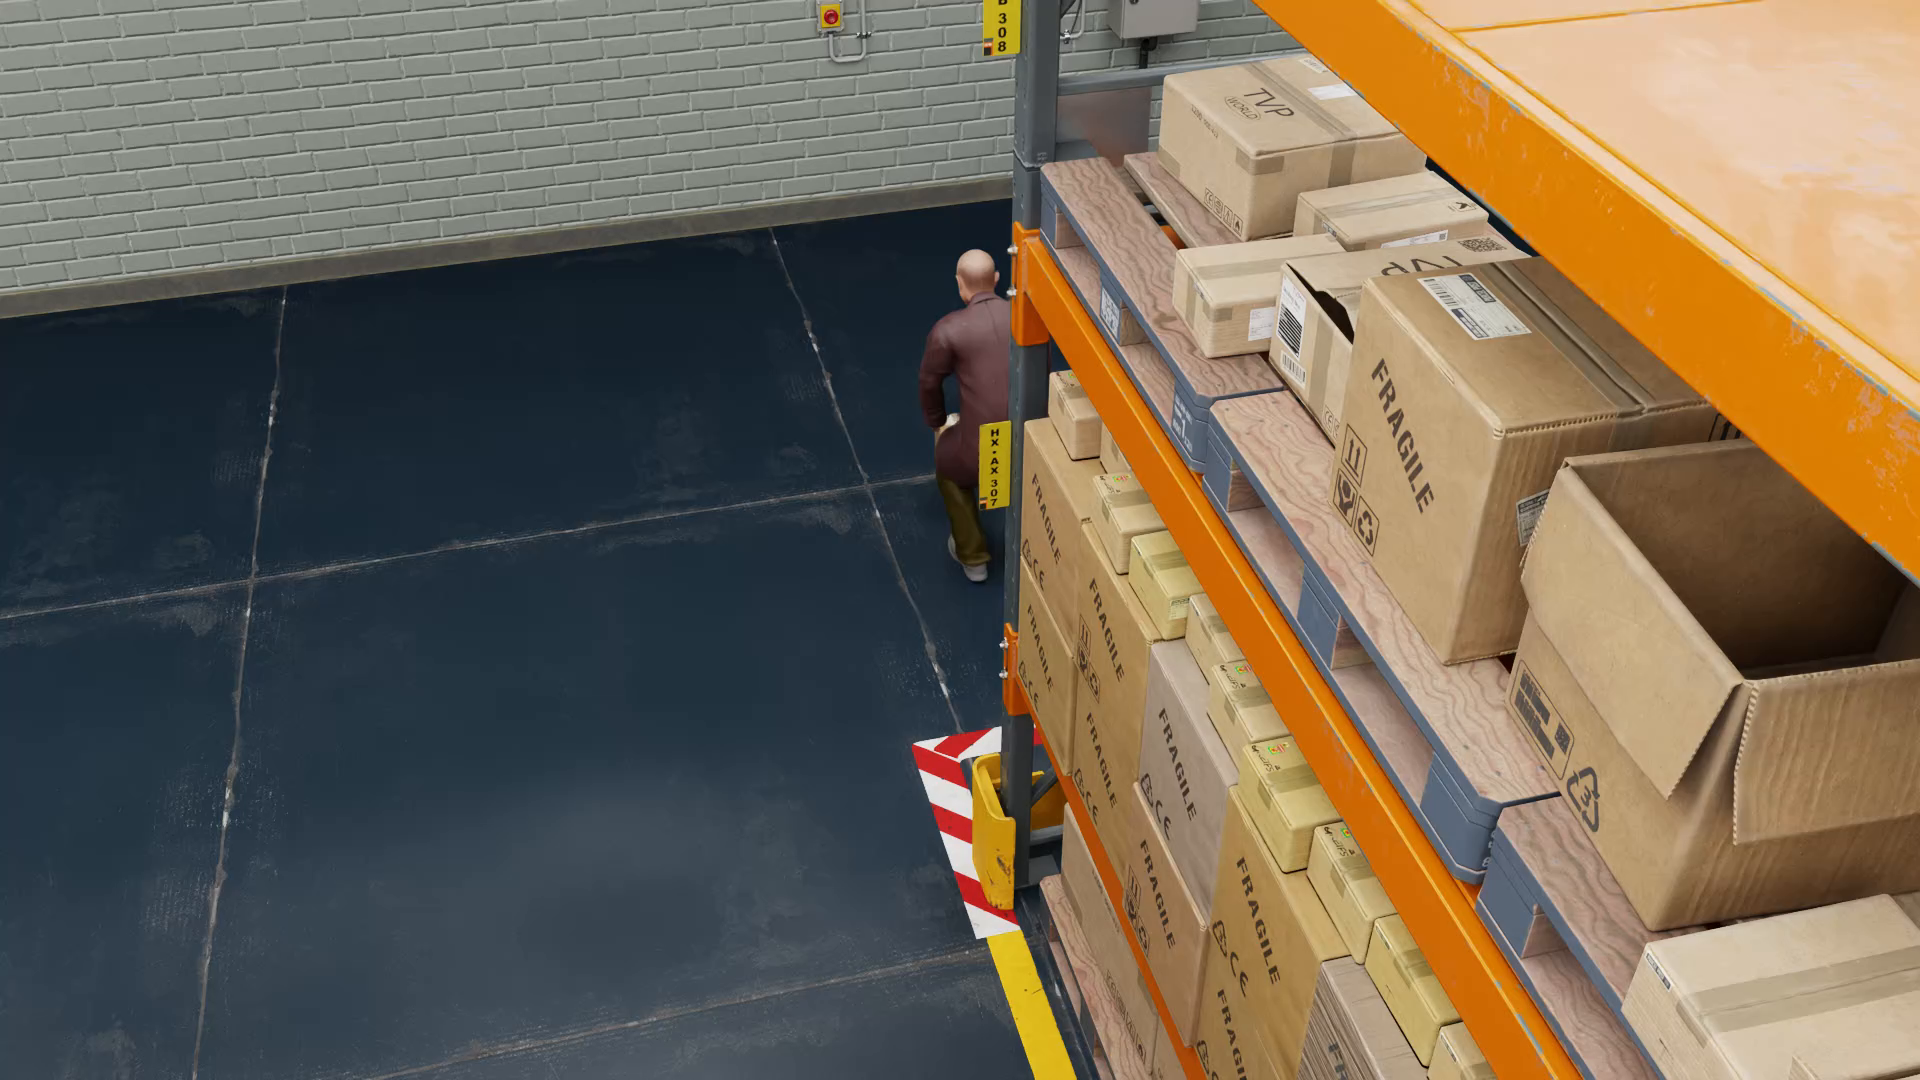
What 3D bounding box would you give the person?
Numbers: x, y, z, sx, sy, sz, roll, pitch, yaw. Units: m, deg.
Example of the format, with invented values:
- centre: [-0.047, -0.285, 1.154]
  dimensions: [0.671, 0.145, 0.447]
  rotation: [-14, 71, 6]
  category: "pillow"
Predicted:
- centre: [0.129, -0.525, 7.588]
  dimensions: [0.625, 1.564, 0.612]
  rotation: [-9, 39, -11]
  category: "person"
